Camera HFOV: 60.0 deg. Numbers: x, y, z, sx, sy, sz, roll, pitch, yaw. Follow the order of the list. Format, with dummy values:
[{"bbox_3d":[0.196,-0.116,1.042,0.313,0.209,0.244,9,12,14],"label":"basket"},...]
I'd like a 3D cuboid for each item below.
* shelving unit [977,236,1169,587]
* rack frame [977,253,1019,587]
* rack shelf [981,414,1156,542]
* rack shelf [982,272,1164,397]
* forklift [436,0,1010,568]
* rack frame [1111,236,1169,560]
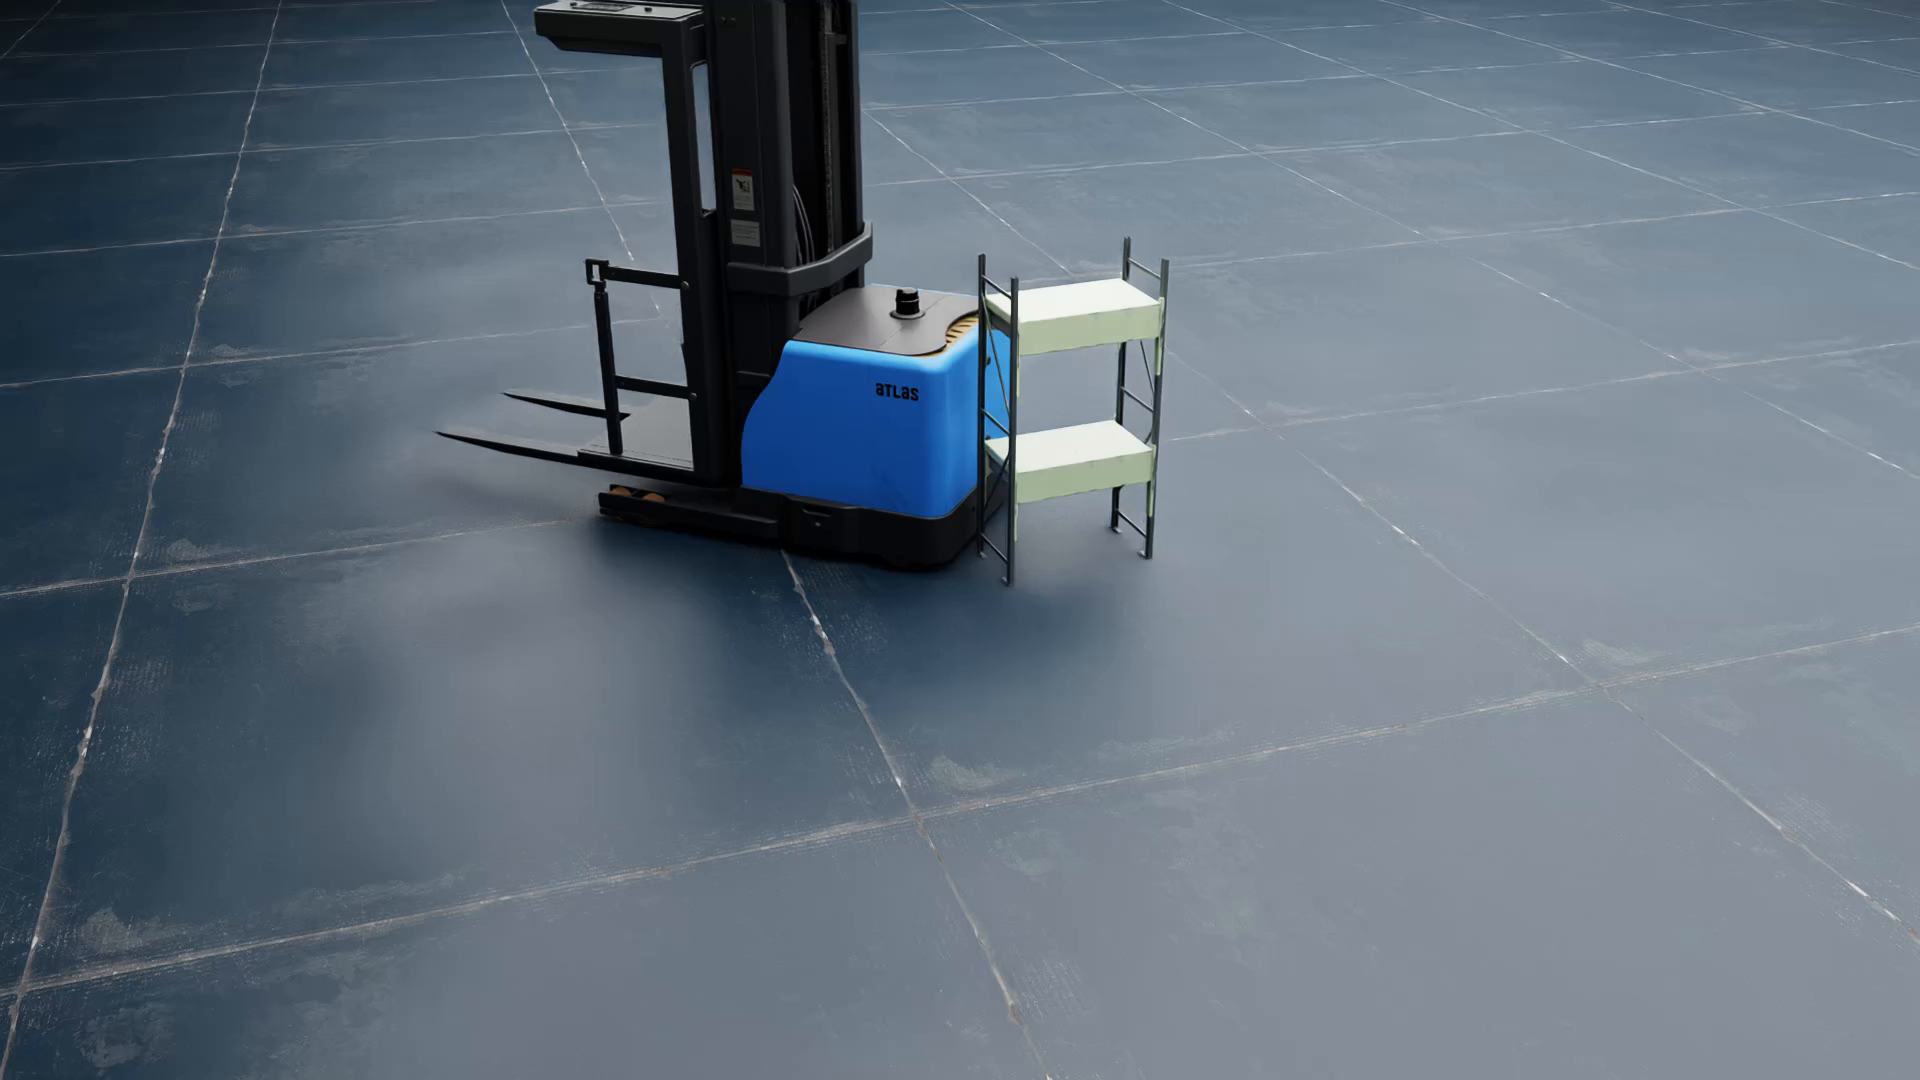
[{"bbox_3d":[0.506,-0.595,7.762,0.755,1.500,0.431,-10,28,-20],"label":"shelving unit"},{"bbox_3d":[0.167,-0.534,7.638,0.023,1.500,0.400,-10,28,-20],"label":"rack frame"},{"bbox_3d":[0.506,-0.303,7.907,0.720,0.370,0.431,-10,28,-20],"label":"rack shelf"},{"bbox_3d":[0.506,-0.945,7.588,0.720,0.370,0.431,-10,28,-20],"label":"rack shelf"},{"bbox_3d":[-1.287,-1.583,8.143,3.031,2.935,1.130,10,28,19],"label":"forklift"},{"bbox_3d":[0.845,-0.656,7.886,0.023,1.500,0.400,-10,28,-20],"label":"rack frame"}]
